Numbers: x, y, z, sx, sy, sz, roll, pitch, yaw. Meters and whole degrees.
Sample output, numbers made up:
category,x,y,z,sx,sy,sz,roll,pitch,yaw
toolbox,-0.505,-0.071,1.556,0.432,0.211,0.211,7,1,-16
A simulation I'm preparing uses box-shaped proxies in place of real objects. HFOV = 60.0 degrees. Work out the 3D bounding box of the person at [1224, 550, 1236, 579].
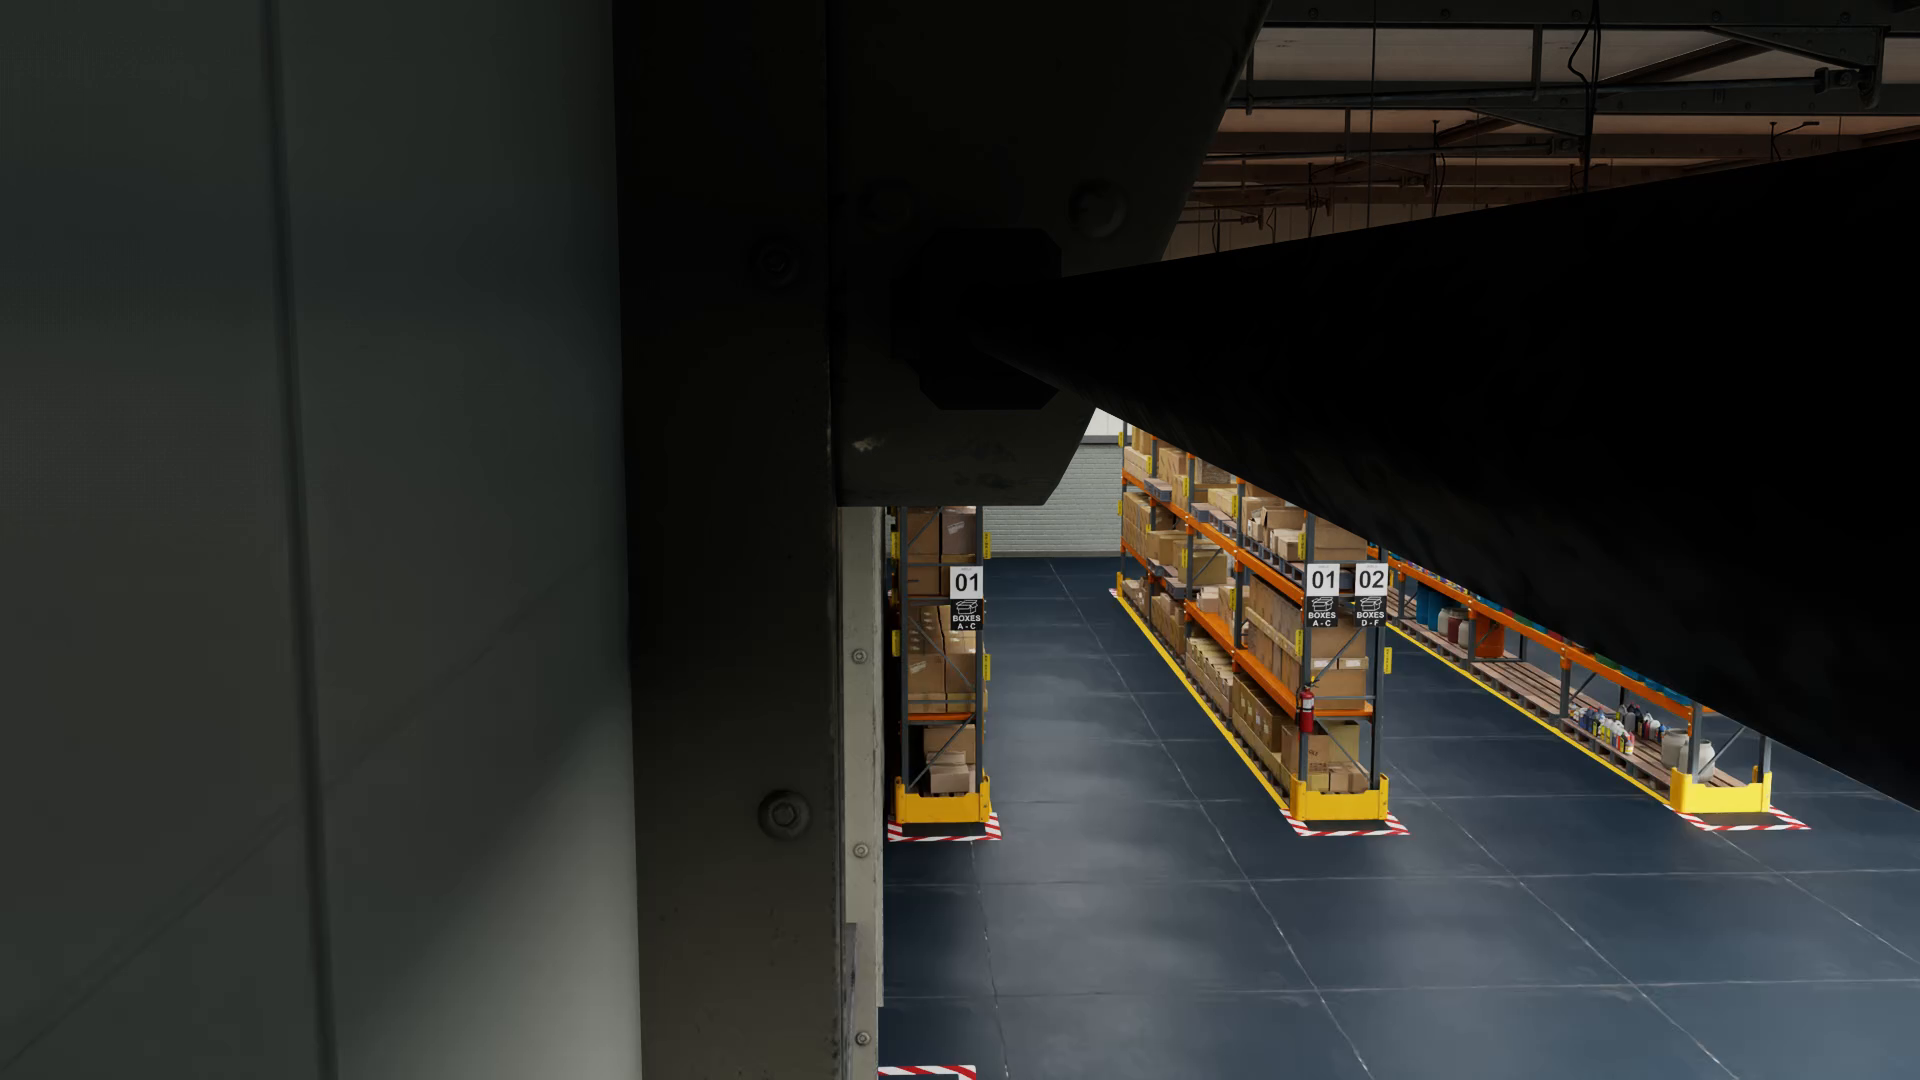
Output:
category,x,y,z,sx,sy,sz,roll,pitch,yaw
person,5.777,0.548,35.389,0.495,1.618,0.838,-1,8,-5
